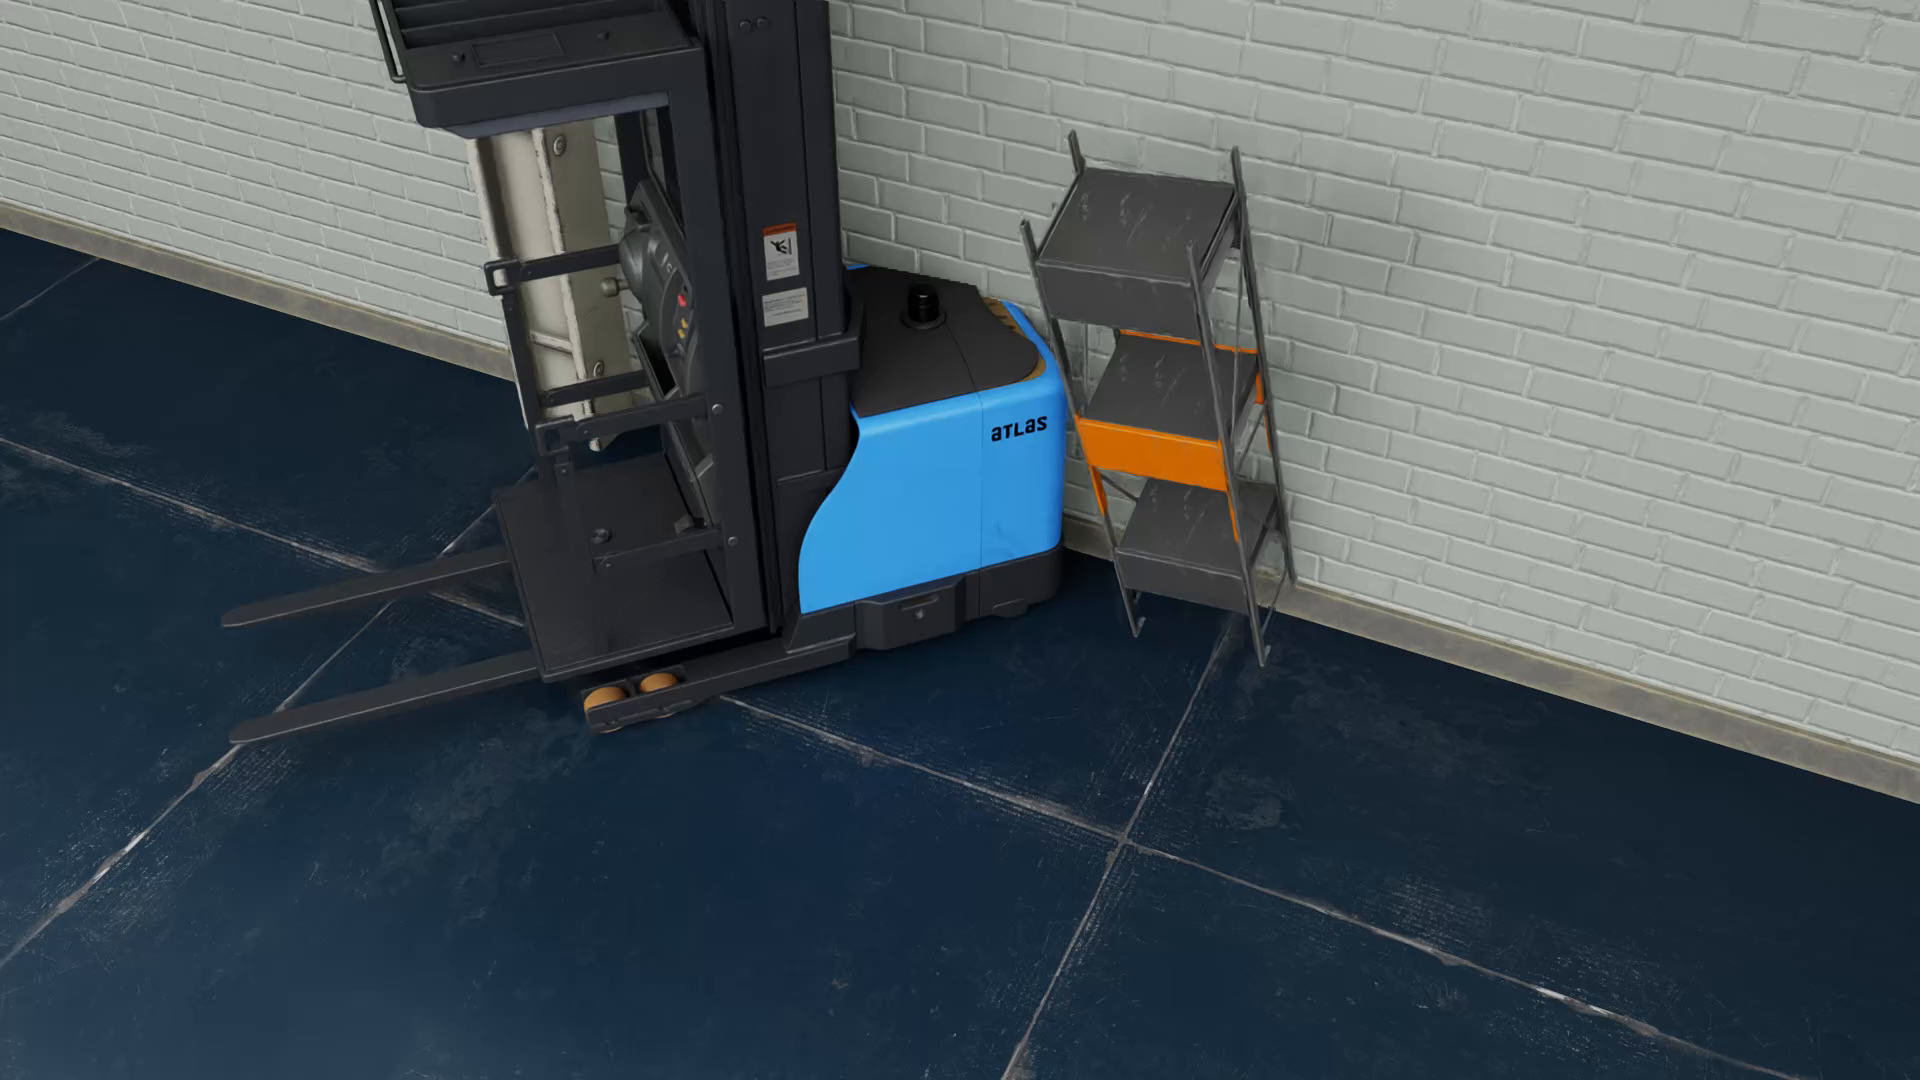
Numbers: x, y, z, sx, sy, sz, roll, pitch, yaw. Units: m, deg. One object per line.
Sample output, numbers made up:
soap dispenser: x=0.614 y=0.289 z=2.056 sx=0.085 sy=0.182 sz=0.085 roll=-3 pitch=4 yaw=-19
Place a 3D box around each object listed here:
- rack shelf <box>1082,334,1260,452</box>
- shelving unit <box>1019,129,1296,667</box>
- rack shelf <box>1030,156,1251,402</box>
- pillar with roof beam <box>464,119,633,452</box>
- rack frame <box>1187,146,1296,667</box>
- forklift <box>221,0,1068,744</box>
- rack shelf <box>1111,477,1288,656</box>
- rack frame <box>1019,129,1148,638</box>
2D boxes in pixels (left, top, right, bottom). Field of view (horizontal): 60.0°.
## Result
rack shelf: x=0.681 y=-0.432 z=5.304 sx=0.457 sy=0.174 sz=0.368 roll=12 pitch=59 yaw=24
shelving unit: x=0.710 y=-0.360 z=5.400 sx=0.503 sy=2.100 sz=0.431 roll=12 pitch=59 yaw=24
rack shelf: x=0.550 y=-0.762 z=4.867 sx=0.480 sy=0.518 sz=0.431 roll=12 pitch=59 yaw=24
pillar with roof beam: x=-3.491 y=-1.371 z=1.461 sx=0.400 sy=9.000 sz=9.100 roll=17 pitch=44 yaw=19
rack frame: x=0.927 y=-0.313 z=5.299 sx=0.015 sy=2.100 sz=0.400 roll=12 pitch=59 yaw=24
forklift: x=-1.174 y=-0.812 z=5.449 sx=3.031 sy=2.935 sz=1.130 roll=-14 pitch=43 yaw=-16
rack shelf: x=0.876 y=0.057 z=5.954 sx=0.480 sy=0.518 sz=0.431 roll=12 pitch=59 yaw=24
rack frame: x=0.492 y=-0.408 z=5.500 sx=0.015 sy=2.100 sz=0.400 roll=12 pitch=59 yaw=24
